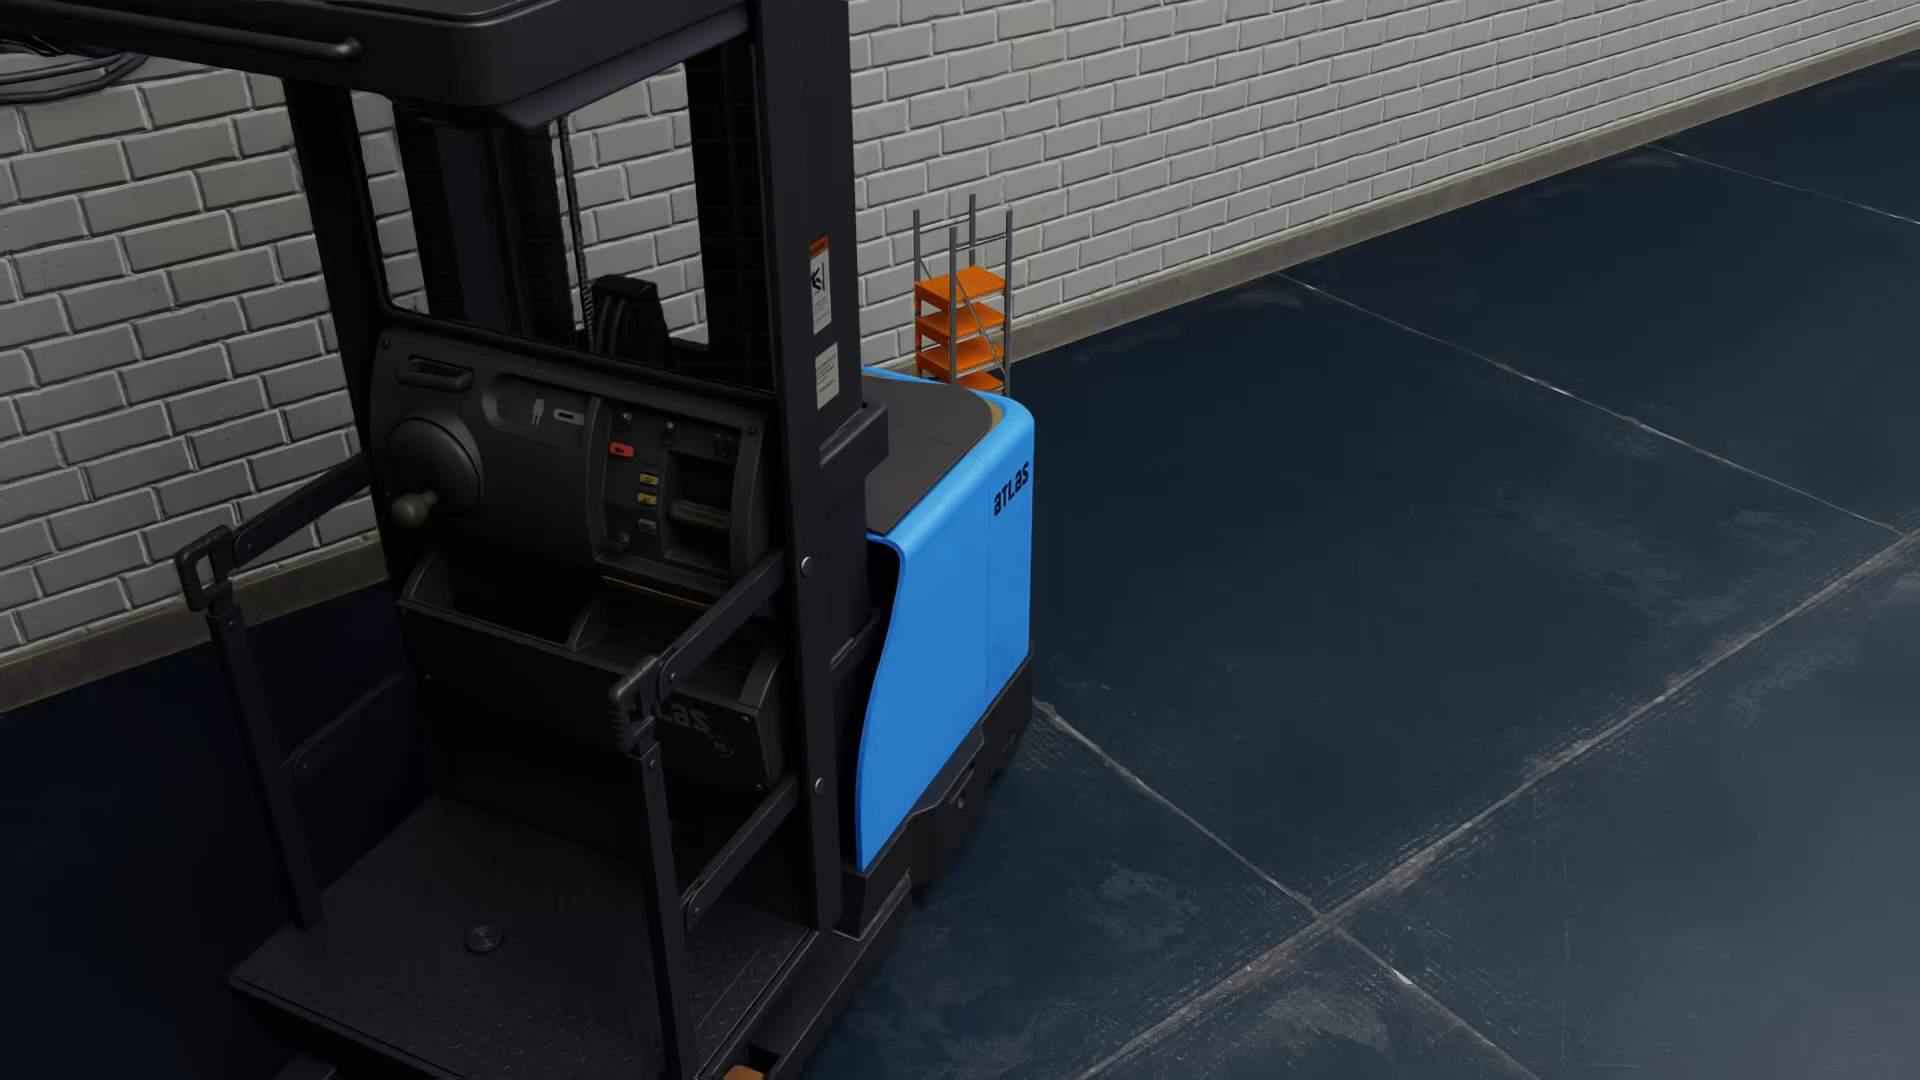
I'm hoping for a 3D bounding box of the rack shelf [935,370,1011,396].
[{"bbox_3d":[0.009,-0.466,5.447,0.258,0.103,0.180,-22,38,-31],"label":"rack shelf"}]

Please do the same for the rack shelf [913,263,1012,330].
[{"bbox_3d":[0.009,-0.772,5.257,0.258,0.103,0.180,-22,38,-31],"label":"rack shelf"}]

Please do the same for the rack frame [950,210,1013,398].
[{"bbox_3d":[0.065,-0.466,5.362,0.240,1.200,0.006,-22,38,-31],"label":"rack frame"}]

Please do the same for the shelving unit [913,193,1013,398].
[{"bbox_3d":[0.009,-0.504,5.424,0.258,1.200,0.189,-22,38,-31],"label":"shelving unit"}]

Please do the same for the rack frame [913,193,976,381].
[{"bbox_3d":[-0.047,-0.542,5.485,0.240,1.200,0.006,-22,38,-31],"label":"rack frame"}]

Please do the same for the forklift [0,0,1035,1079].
[{"bbox_3d":[-0.885,-0.102,3.137,1.130,2.935,3.031,14,35,22],"label":"forklift"}]

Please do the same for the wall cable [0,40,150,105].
[{"bbox_3d":[-3.232,-1.818,3.092,3.097,2.526,0.112,-22,38,-31],"label":"wall cable"}]

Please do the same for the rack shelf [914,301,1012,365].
[{"bbox_3d":[0.009,-0.670,5.321,0.258,0.103,0.180,-22,38,-31],"label":"rack shelf"}]

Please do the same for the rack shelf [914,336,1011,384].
[{"bbox_3d":[0.009,-0.568,5.384,0.258,0.103,0.180,-22,38,-31],"label":"rack shelf"}]
